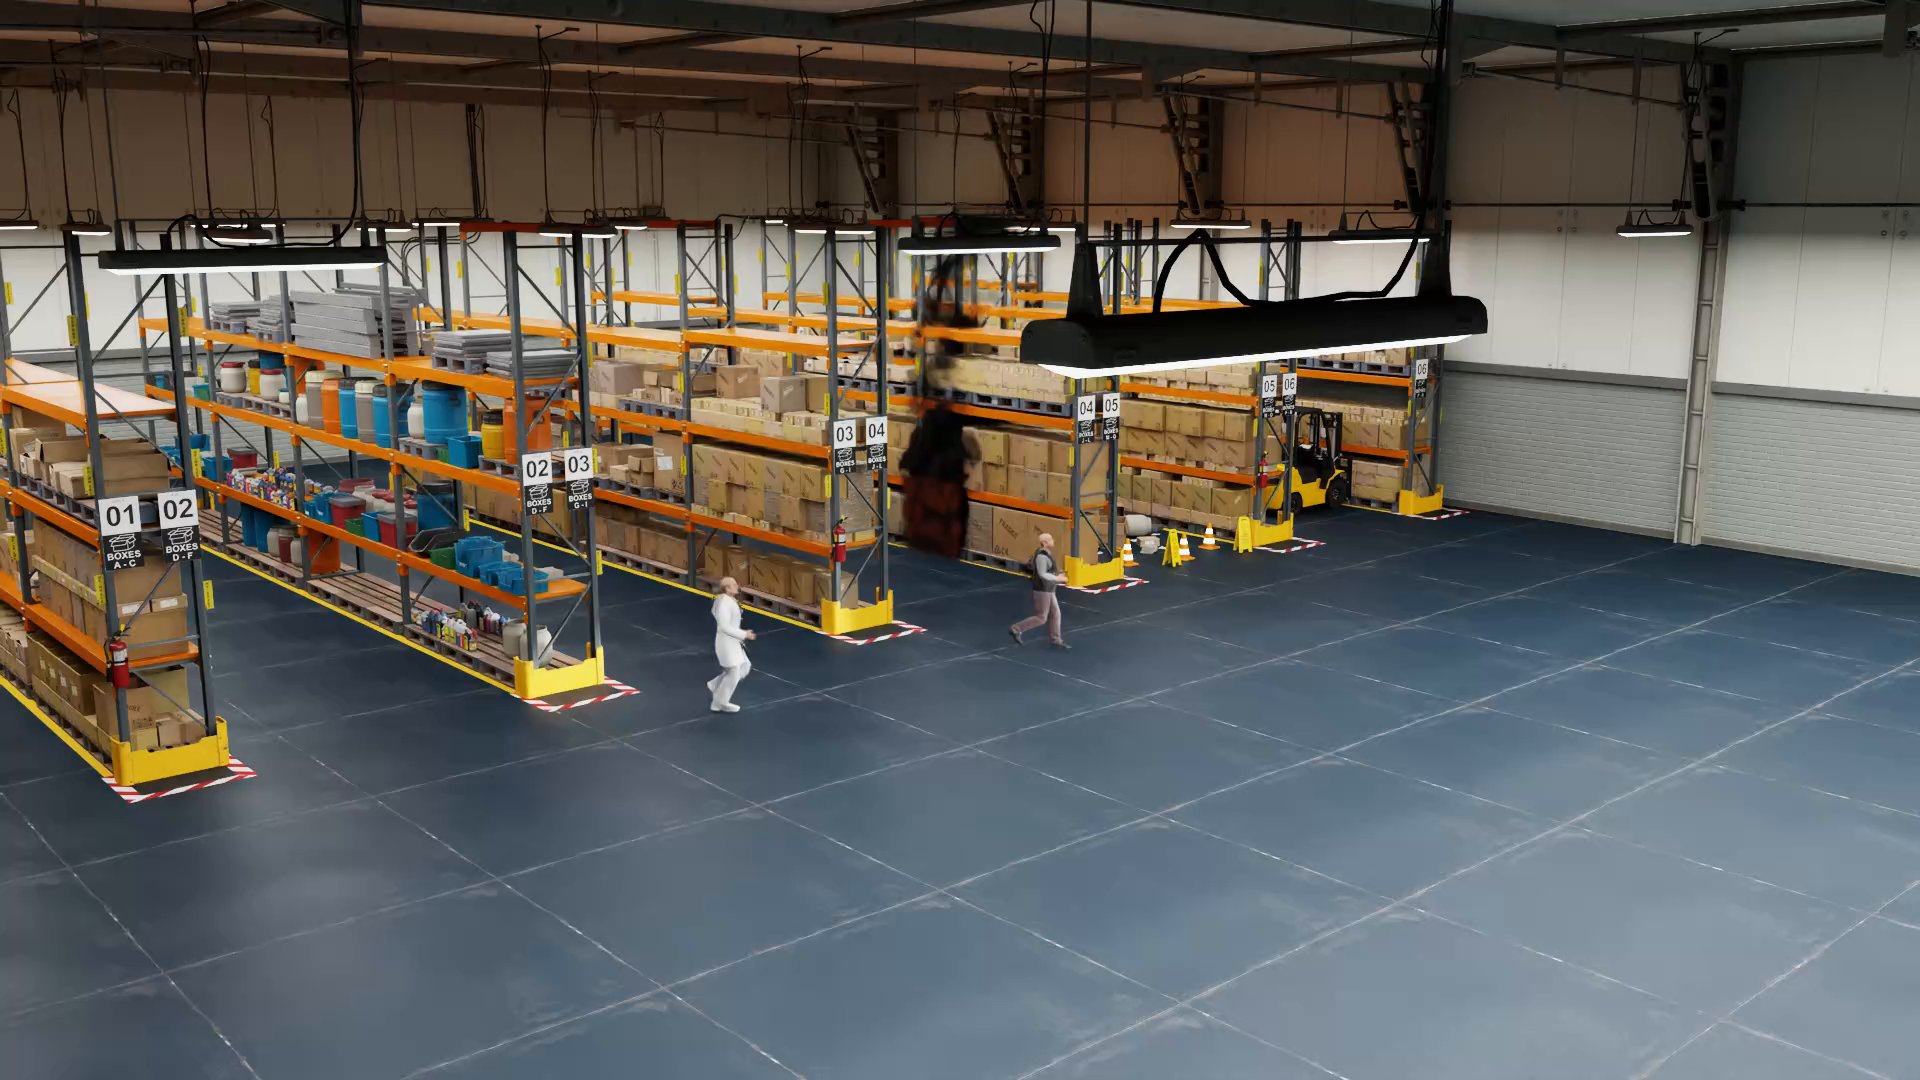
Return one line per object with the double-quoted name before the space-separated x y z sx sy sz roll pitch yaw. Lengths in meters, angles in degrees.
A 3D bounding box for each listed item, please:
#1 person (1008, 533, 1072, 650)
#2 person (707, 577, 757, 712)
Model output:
"person" 1.159 0.745 23.868 0.921 1.725 0.670 1 11 4
"person" -2.878 1.308 20.989 0.631 1.741 0.732 -1 11 -5
